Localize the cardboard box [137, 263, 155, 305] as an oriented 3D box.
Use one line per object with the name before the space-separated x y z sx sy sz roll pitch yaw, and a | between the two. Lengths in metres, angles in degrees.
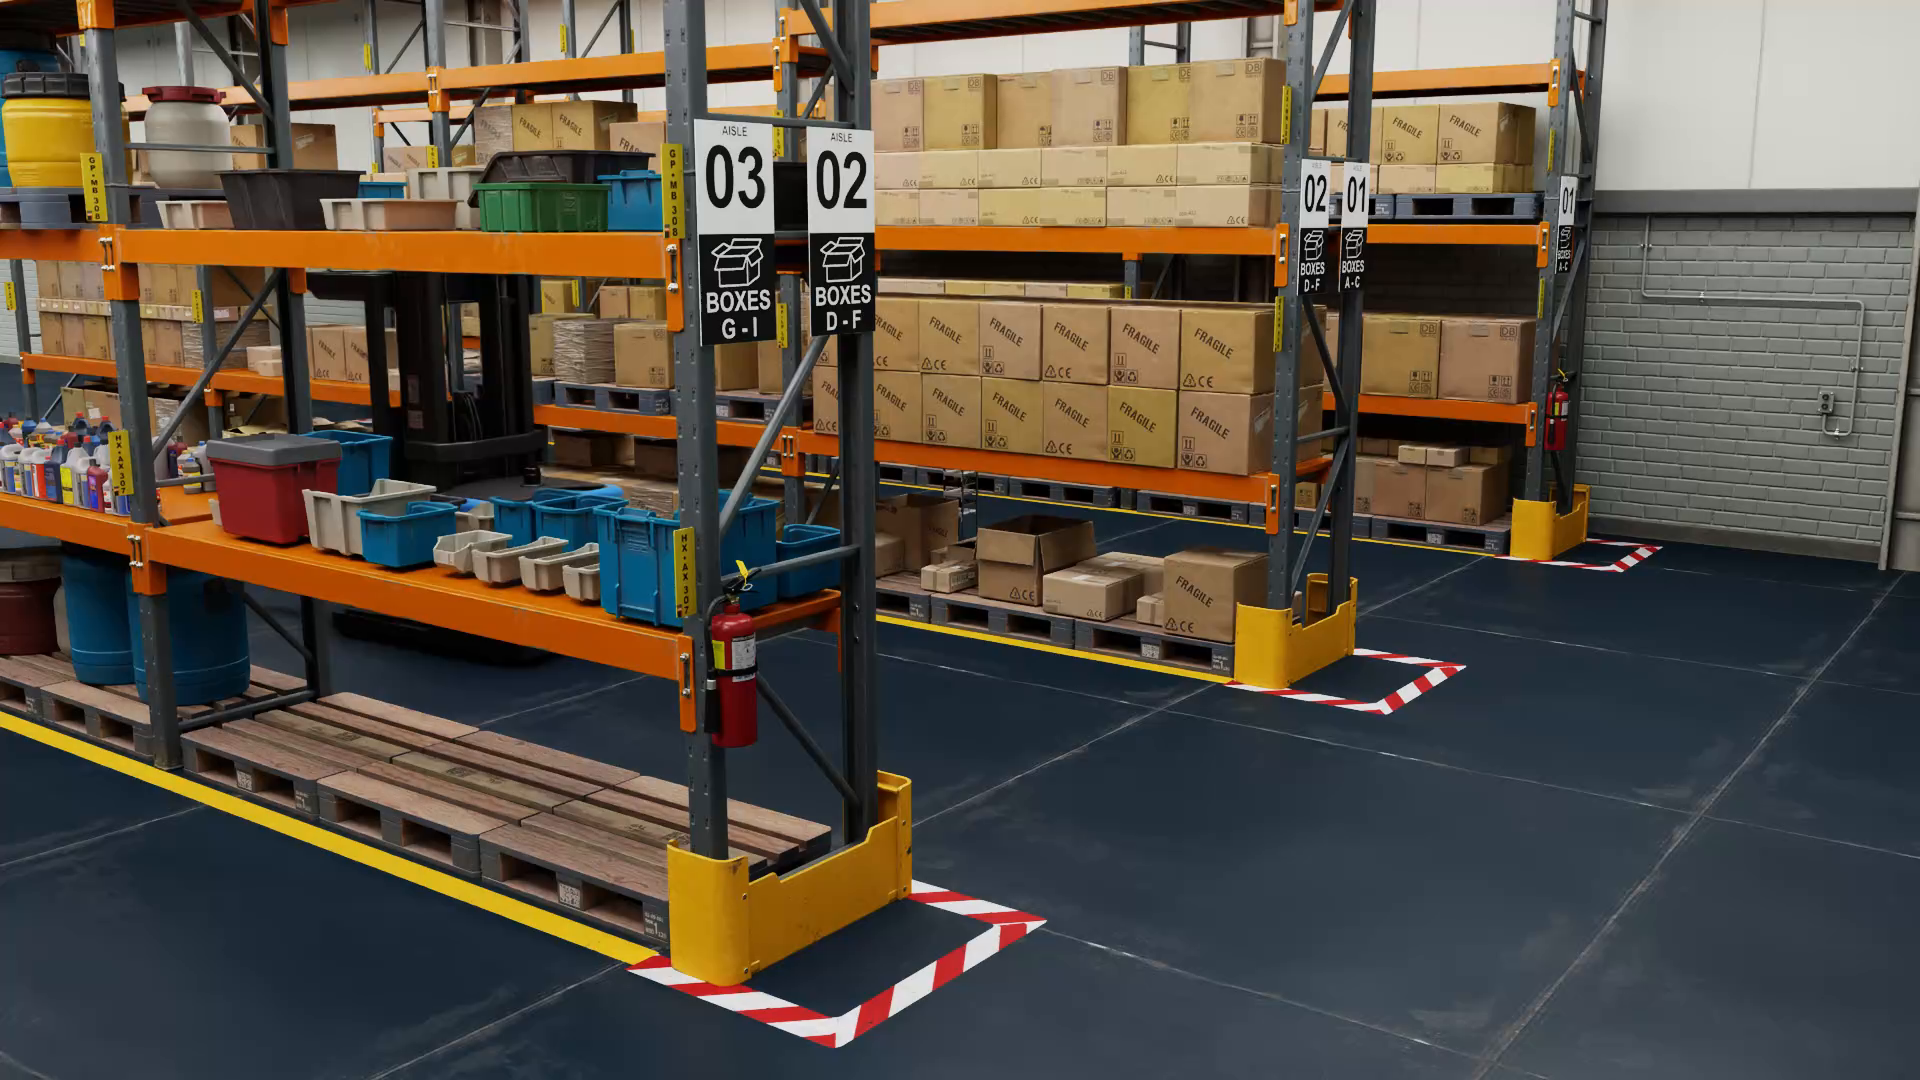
cardboard box | -8.603 -2.842 18.143 0.500 0.500 0.700 8 13 36

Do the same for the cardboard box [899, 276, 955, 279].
cardboard box | -0.343 -2.806 18.563 0.500 0.250 0.500 7 13 34

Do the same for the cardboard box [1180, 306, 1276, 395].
cardboard box | 1.720 -1.193 10.401 0.500 0.500 0.500 8 13 35

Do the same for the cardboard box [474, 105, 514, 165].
cardboard box | -3.858 -3.507 14.466 0.500 0.500 0.500 8 13 36

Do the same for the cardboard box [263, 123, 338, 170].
cardboard box | -6.484 -3.831 16.354 0.500 0.500 0.500 10 15 41

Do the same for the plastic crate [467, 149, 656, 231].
plastic crate | -1.762 -1.543 7.373 0.767 0.338 0.504 8 13 36

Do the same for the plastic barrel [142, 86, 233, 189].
plastic barrel | -4.193 -2.180 9.038 0.433 0.535 0.433 0 11 0

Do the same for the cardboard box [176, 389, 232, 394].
cardboard box | -8.425 -1.431 18.687 0.500 0.500 0.500 8 13 36

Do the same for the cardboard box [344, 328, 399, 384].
cardboard box | -5.568 -1.779 16.066 0.500 0.500 0.500 7 13 33

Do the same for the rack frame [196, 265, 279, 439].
rack frame | -7.430 -1.994 17.438 0.127 3.000 1.000 8 13 36

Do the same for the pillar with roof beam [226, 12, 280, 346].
pillar with roof beam | -14.033 -6.217 23.473 0.548 9.000 9.100 8 13 36

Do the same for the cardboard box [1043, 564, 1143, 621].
cardboard box | 0.910 0.355 11.381 0.500 0.250 0.500 8 13 36

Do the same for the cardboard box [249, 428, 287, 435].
cardboard box | -6.844 -0.984 16.874 0.500 0.311 0.500 8 13 35

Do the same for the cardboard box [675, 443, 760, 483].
cardboard box | -2.034 -0.655 13.969 0.500 0.250 0.500 8 14 36

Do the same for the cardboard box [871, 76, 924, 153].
cardboard box | -0.248 -2.980 11.745 0.500 0.500 0.700 8 13 36

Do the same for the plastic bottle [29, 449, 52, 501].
plastic bottle | -5.127 -0.368 9.362 0.135 0.276 0.152 8 13 36

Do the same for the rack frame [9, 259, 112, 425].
rack frame | -10.654 -2.443 19.763 0.127 3.000 1.000 8 13 36

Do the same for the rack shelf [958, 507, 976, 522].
rack shelf | 0.007 -0.231 14.980 0.200 0.077 0.258 8 13 36

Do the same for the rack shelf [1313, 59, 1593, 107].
rack shelf | 3.559 -4.024 15.086 4.000 0.370 1.077 8 13 36

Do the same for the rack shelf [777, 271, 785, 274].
rack shelf | -2.594 -2.439 13.735 4.000 0.370 1.077 8 13 36

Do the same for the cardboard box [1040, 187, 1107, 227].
cardboard box | 0.865 -2.173 10.863 0.500 0.250 0.500 8 13 36

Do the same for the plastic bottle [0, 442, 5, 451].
plastic bottle | -5.604 -0.440 9.747 0.097 0.271 0.097 0 11 0

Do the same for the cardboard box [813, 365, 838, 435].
cardboard box | -0.733 -1.044 12.268 0.500 0.500 0.500 8 14 37

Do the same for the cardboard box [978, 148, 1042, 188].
cardboard box | 0.466 -2.476 11.112 0.500 0.250 0.500 8 13 36

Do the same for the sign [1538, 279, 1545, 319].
sign | 4.839 -2.007 13.833 0.005 0.325 0.100 8 13 36

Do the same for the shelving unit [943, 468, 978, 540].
shelving unit | 0.007 -0.441 14.940 0.210 0.900 0.258 8 13 36

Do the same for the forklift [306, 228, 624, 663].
forklift | -3.778 -0.833 11.621 3.031 2.935 1.130 7 13 33

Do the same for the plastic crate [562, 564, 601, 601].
plastic crate | -1.457 0.149 6.897 0.243 0.136 0.396 8 13 36

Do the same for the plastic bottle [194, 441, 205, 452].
plastic bottle | -4.437 -0.442 9.756 0.097 0.271 0.097 0 11 0

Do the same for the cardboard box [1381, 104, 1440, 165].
cardboard box | 4.023 -3.524 14.504 0.500 0.500 0.500 8 14 37

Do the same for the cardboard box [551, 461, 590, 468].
cardboard box | -3.313 -0.464 14.952 0.500 0.500 0.500 9 14 38

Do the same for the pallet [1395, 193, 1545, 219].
pallet | 4.567 -2.914 14.533 1.213 0.211 1.003 8 13 36

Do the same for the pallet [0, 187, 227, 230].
pallet | -4.607 -1.790 8.983 1.003 0.211 1.213 8 13 36

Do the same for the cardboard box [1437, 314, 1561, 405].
cardboard box | 4.754 -1.607 14.647 0.700 0.700 0.980 9 14 38

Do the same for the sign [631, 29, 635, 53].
sign | -4.177 -6.320 21.129 0.005 0.325 0.100 8 13 36

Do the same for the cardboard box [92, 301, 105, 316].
cardboard box | -9.426 -2.589 18.546 0.250 0.149 0.380 8 13 35

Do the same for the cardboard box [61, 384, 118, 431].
cardboard box | -9.949 -1.518 19.136 0.500 0.500 0.500 8 13 36

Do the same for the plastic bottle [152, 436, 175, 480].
plastic bottle | -4.811 -0.490 9.992 0.135 0.276 0.152 8 13 36

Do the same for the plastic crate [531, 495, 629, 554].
plastic crate | -1.758 -0.060 7.726 0.300 0.233 0.416 8 13 36

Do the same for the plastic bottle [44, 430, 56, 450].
plastic bottle | -5.902 -0.612 10.819 0.097 0.201 0.097 0 11 0

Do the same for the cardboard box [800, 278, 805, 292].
cardboard box | -1.841 -2.954 19.275 0.250 0.149 0.380 5 12 26

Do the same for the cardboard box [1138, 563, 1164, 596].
cardboard box | 1.569 0.329 11.515 0.500 0.250 0.500 8 13 36

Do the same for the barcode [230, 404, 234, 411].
barcode | -7.471 -1.361 17.065 0.075 0.075 0.001 8 13 36

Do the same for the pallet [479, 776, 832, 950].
pallet | -1.335 1.384 7.322 1.213 0.211 1.003 8 13 36

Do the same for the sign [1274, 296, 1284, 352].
sign | 1.897 -1.286 9.897 0.005 0.325 0.100 8 13 36

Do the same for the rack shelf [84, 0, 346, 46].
rack shelf | -2.305 -2.507 7.246 4.000 0.370 1.077 8 13 36

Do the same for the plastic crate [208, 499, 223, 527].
plastic crate | -3.626 -0.162 8.507 0.243 0.136 0.396 8 13 36

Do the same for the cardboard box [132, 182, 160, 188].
cardboard box | -8.564 -3.712 17.609 0.250 0.149 0.380 8 13 36

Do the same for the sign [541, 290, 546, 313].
sign | -3.893 -2.158 15.446 0.005 0.325 0.100 8 13 36

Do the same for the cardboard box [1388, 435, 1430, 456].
cardboard box | 4.157 -0.866 15.376 0.250 0.149 0.380 8 14 36

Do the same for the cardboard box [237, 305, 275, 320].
cardboard box | -7.532 -2.421 17.677 0.250 0.149 0.380 8 13 35

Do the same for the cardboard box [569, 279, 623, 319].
cardboard box | -4.756 -3.142 21.740 0.500 0.500 0.500 8 13 34

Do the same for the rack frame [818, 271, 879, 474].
rack frame | -1.277 -2.303 19.036 0.127 3.000 1.000 8 13 36
